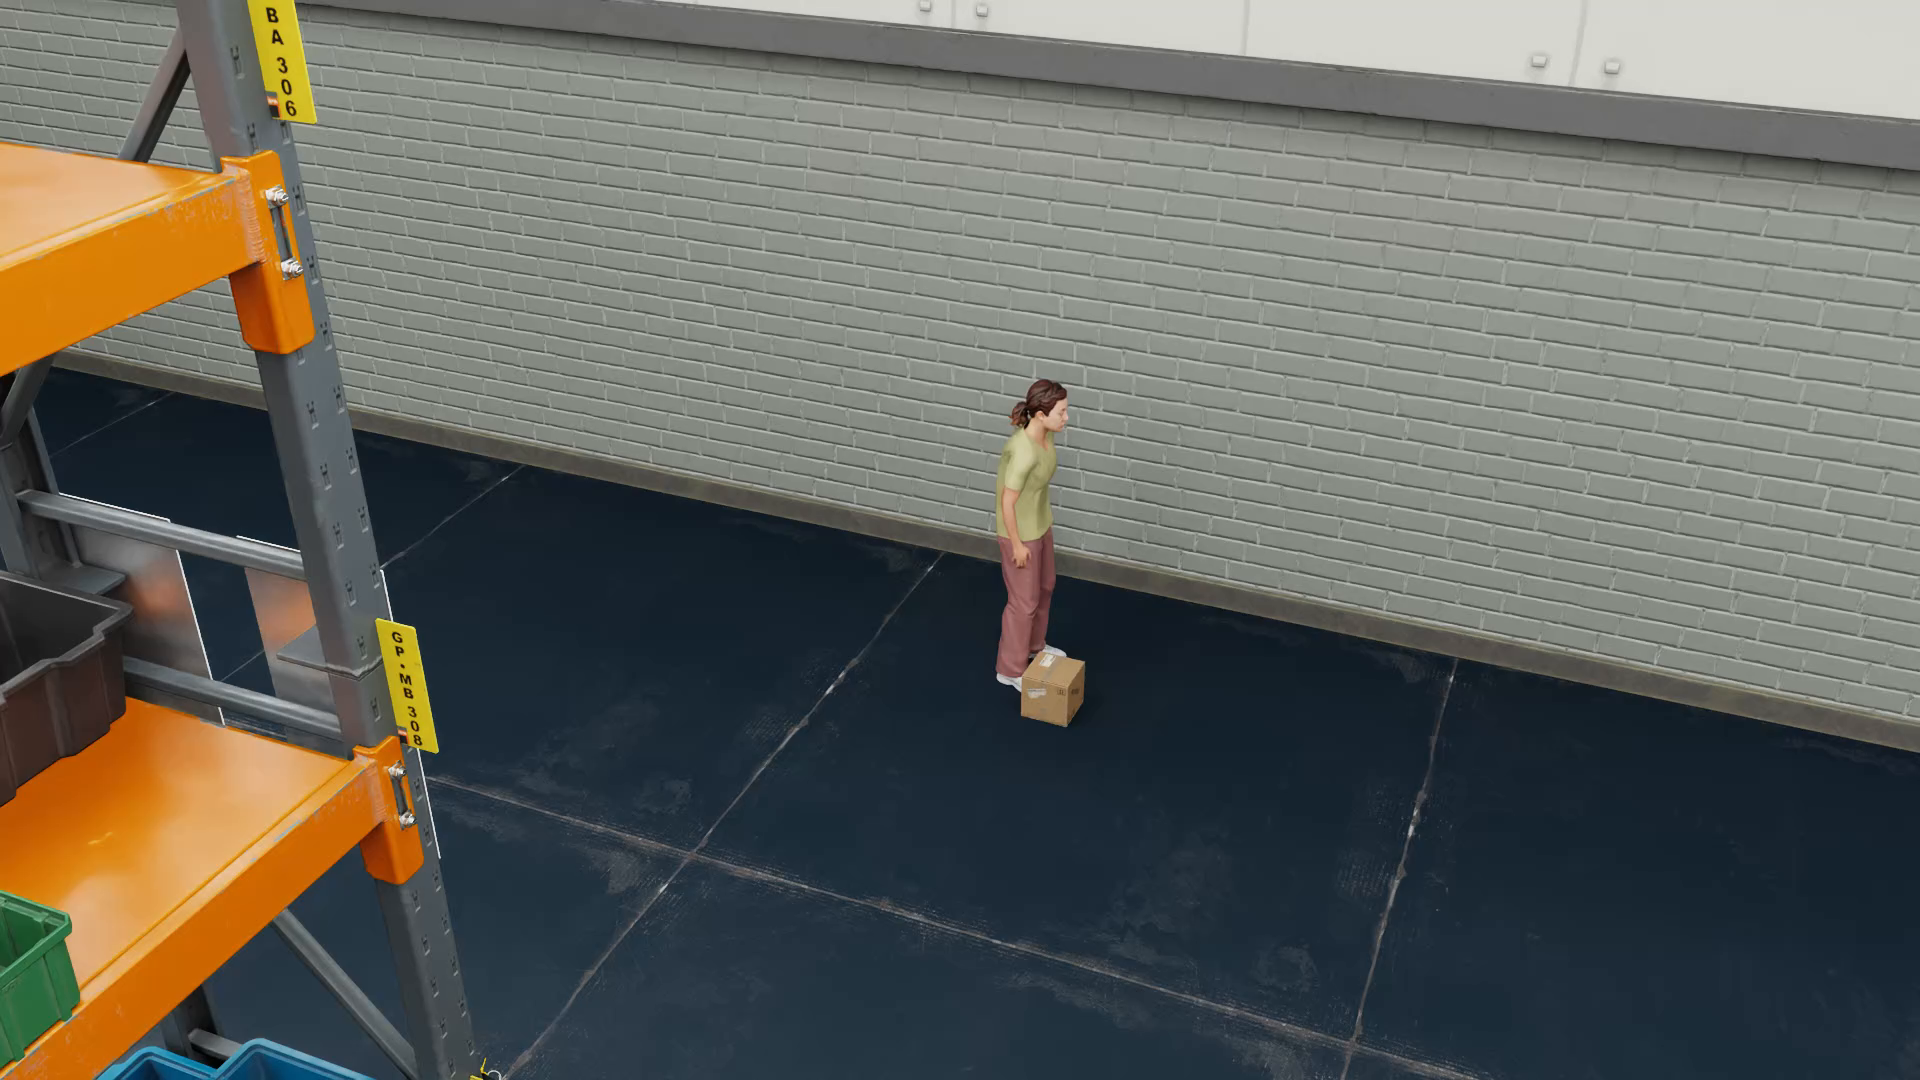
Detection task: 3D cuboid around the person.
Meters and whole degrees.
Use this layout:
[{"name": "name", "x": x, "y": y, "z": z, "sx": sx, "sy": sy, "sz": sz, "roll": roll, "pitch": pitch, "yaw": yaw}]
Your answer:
[{"name": "person", "x": 0.364, "y": -0.044, "z": 8.471, "sx": 0.352, "sy": 1.672, "sz": 0.510, "roll": 11, "pitch": 31, "yaw": 18}]
